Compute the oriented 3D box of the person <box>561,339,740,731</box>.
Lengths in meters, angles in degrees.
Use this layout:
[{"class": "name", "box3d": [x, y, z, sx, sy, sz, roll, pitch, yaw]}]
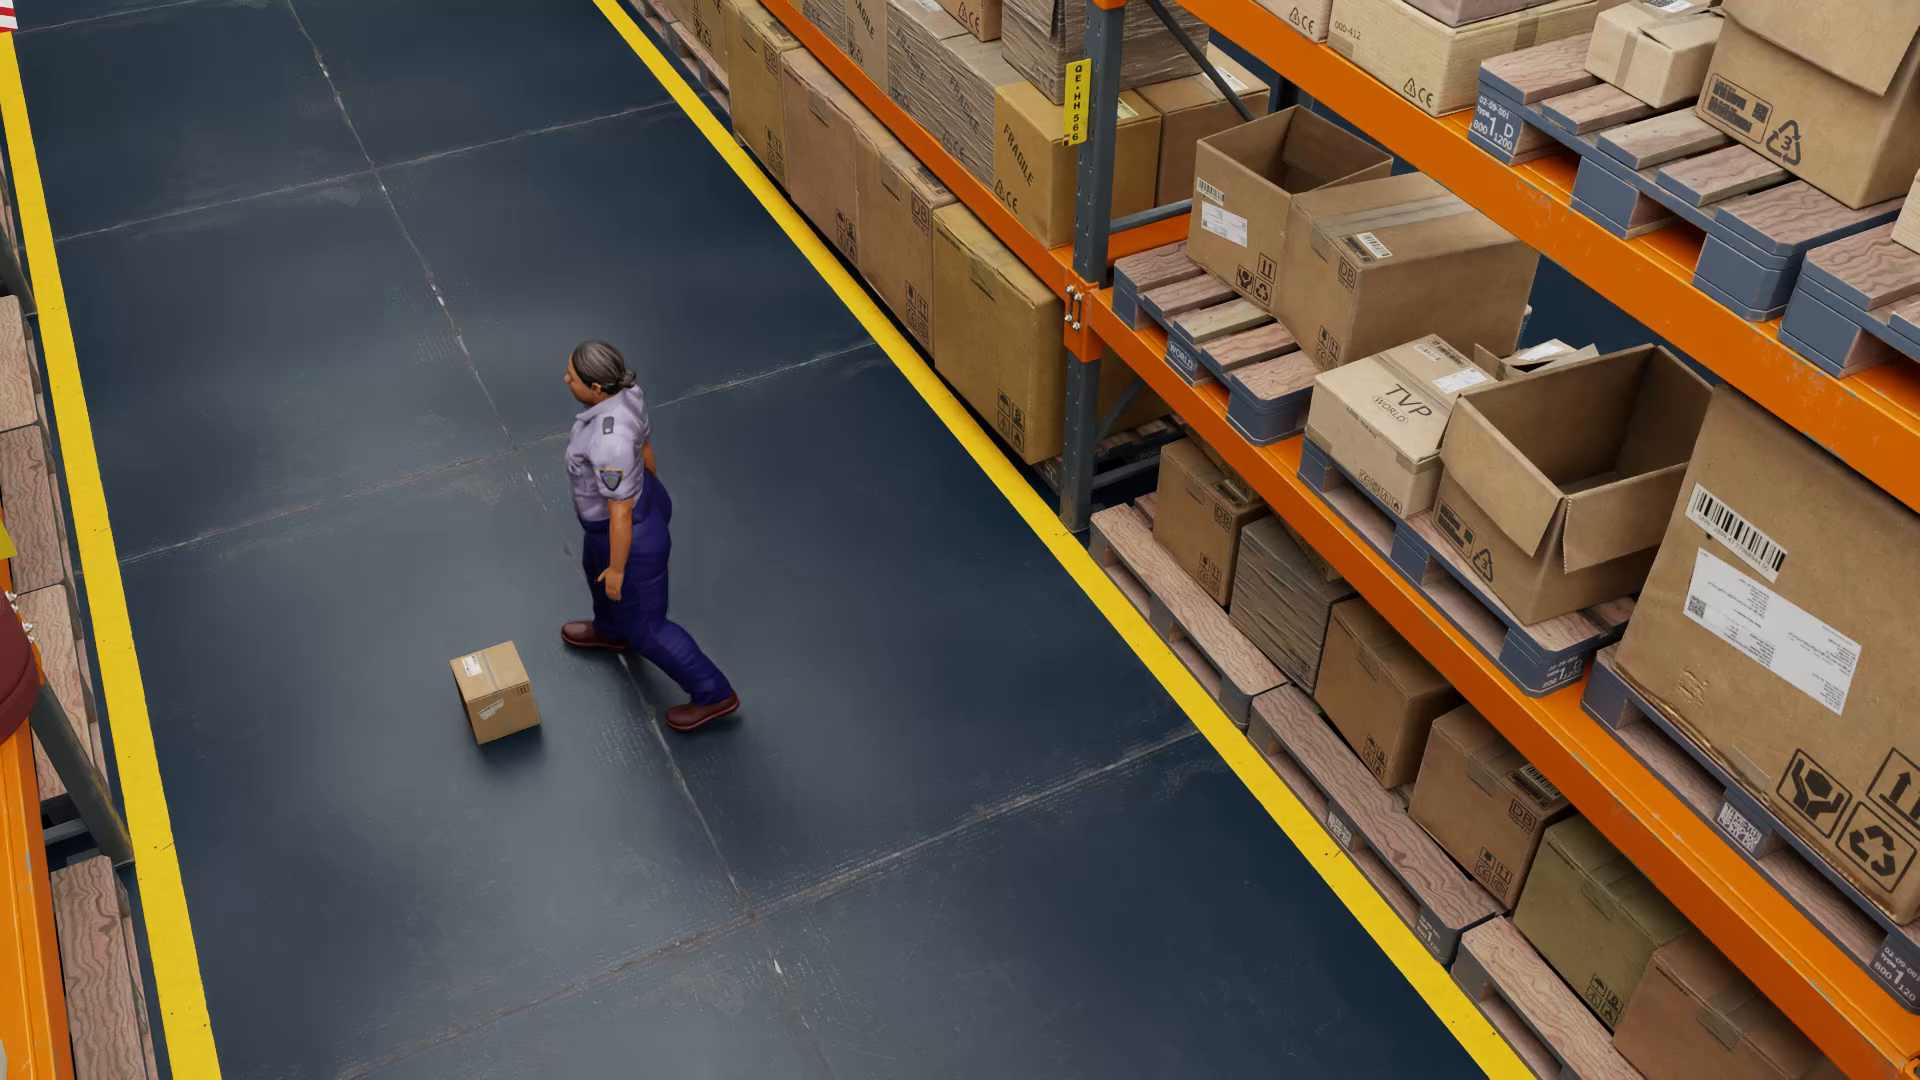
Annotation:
[{"class": "person", "box3d": [-1.265, -0.037, 6.212, 0.756, 1.617, 0.630, -2, 42, -2]}]
